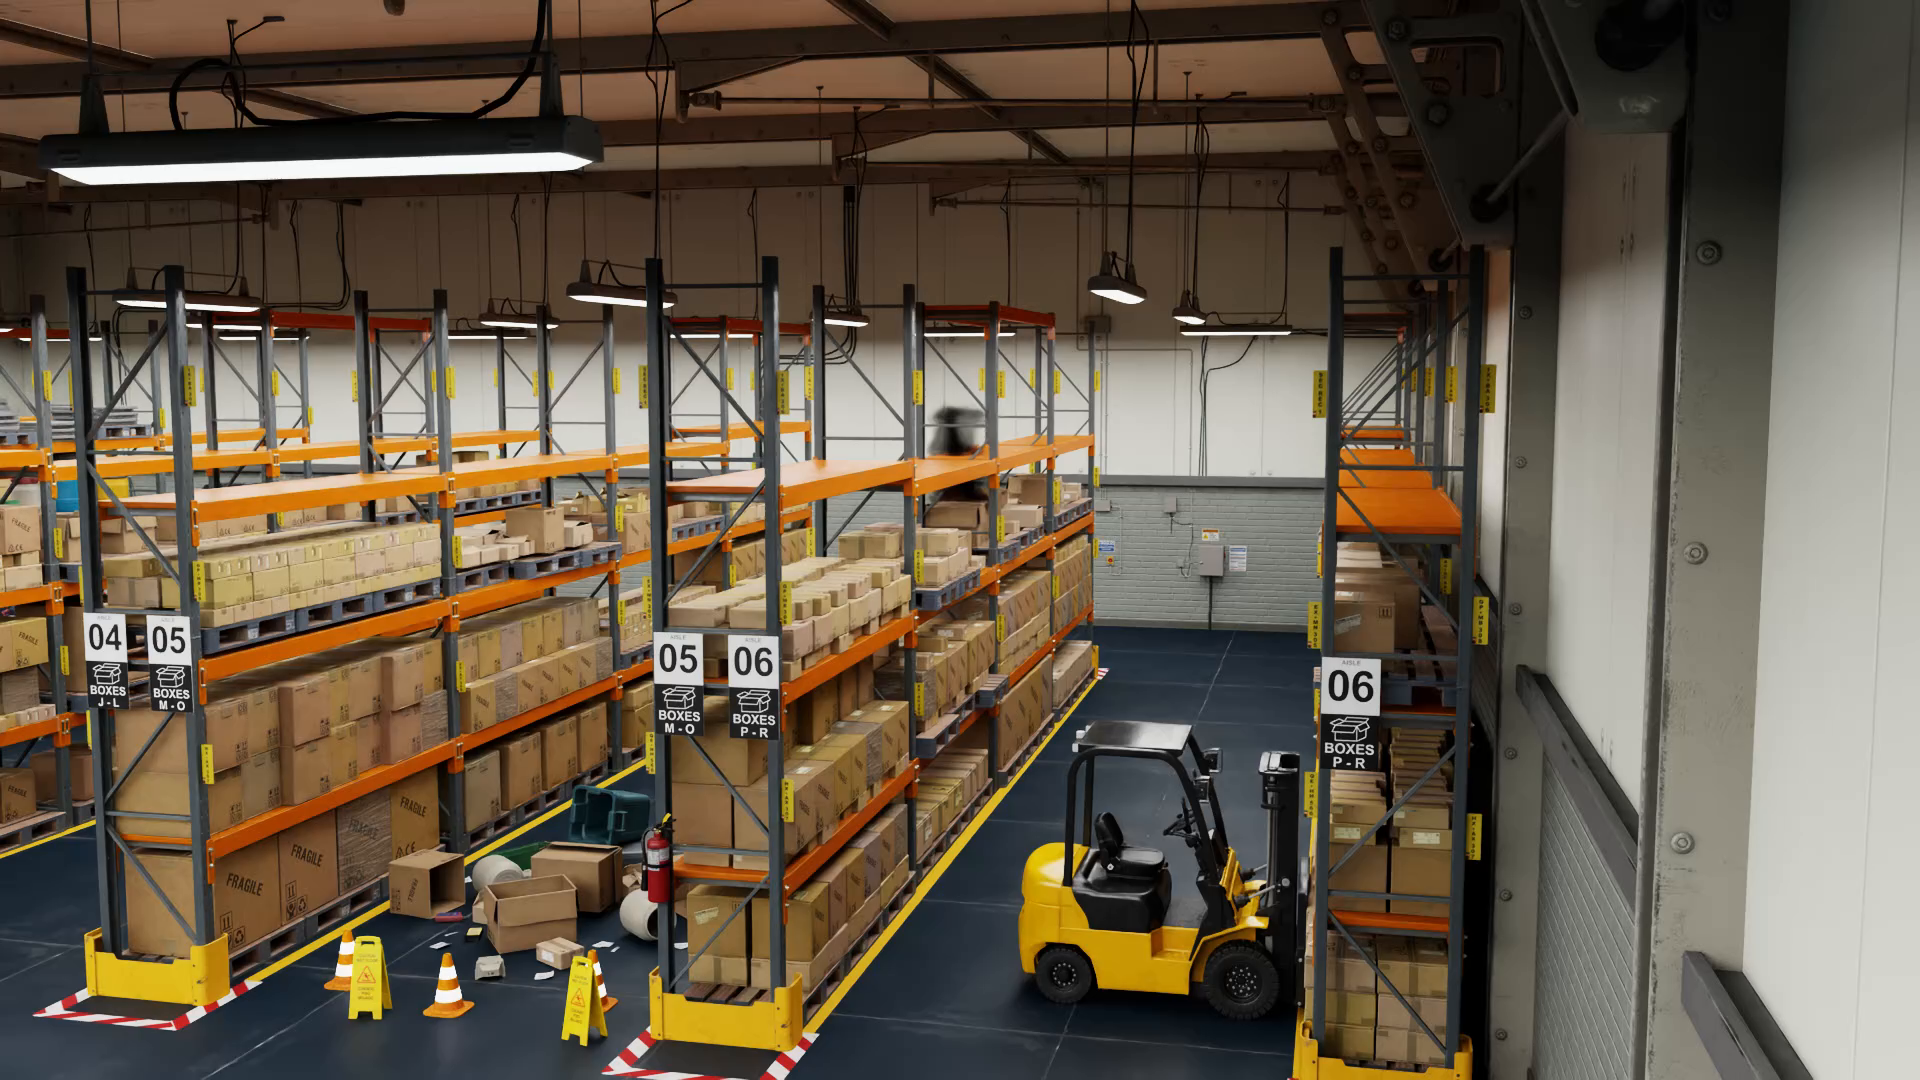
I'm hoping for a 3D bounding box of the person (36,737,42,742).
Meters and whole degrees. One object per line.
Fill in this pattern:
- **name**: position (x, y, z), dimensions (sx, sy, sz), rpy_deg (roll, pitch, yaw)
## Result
- **person**: position (-12.991, 2.035, 23.322), dimensions (0.604, 1.635, 0.729), rpy_deg (-2, 6, -19)
